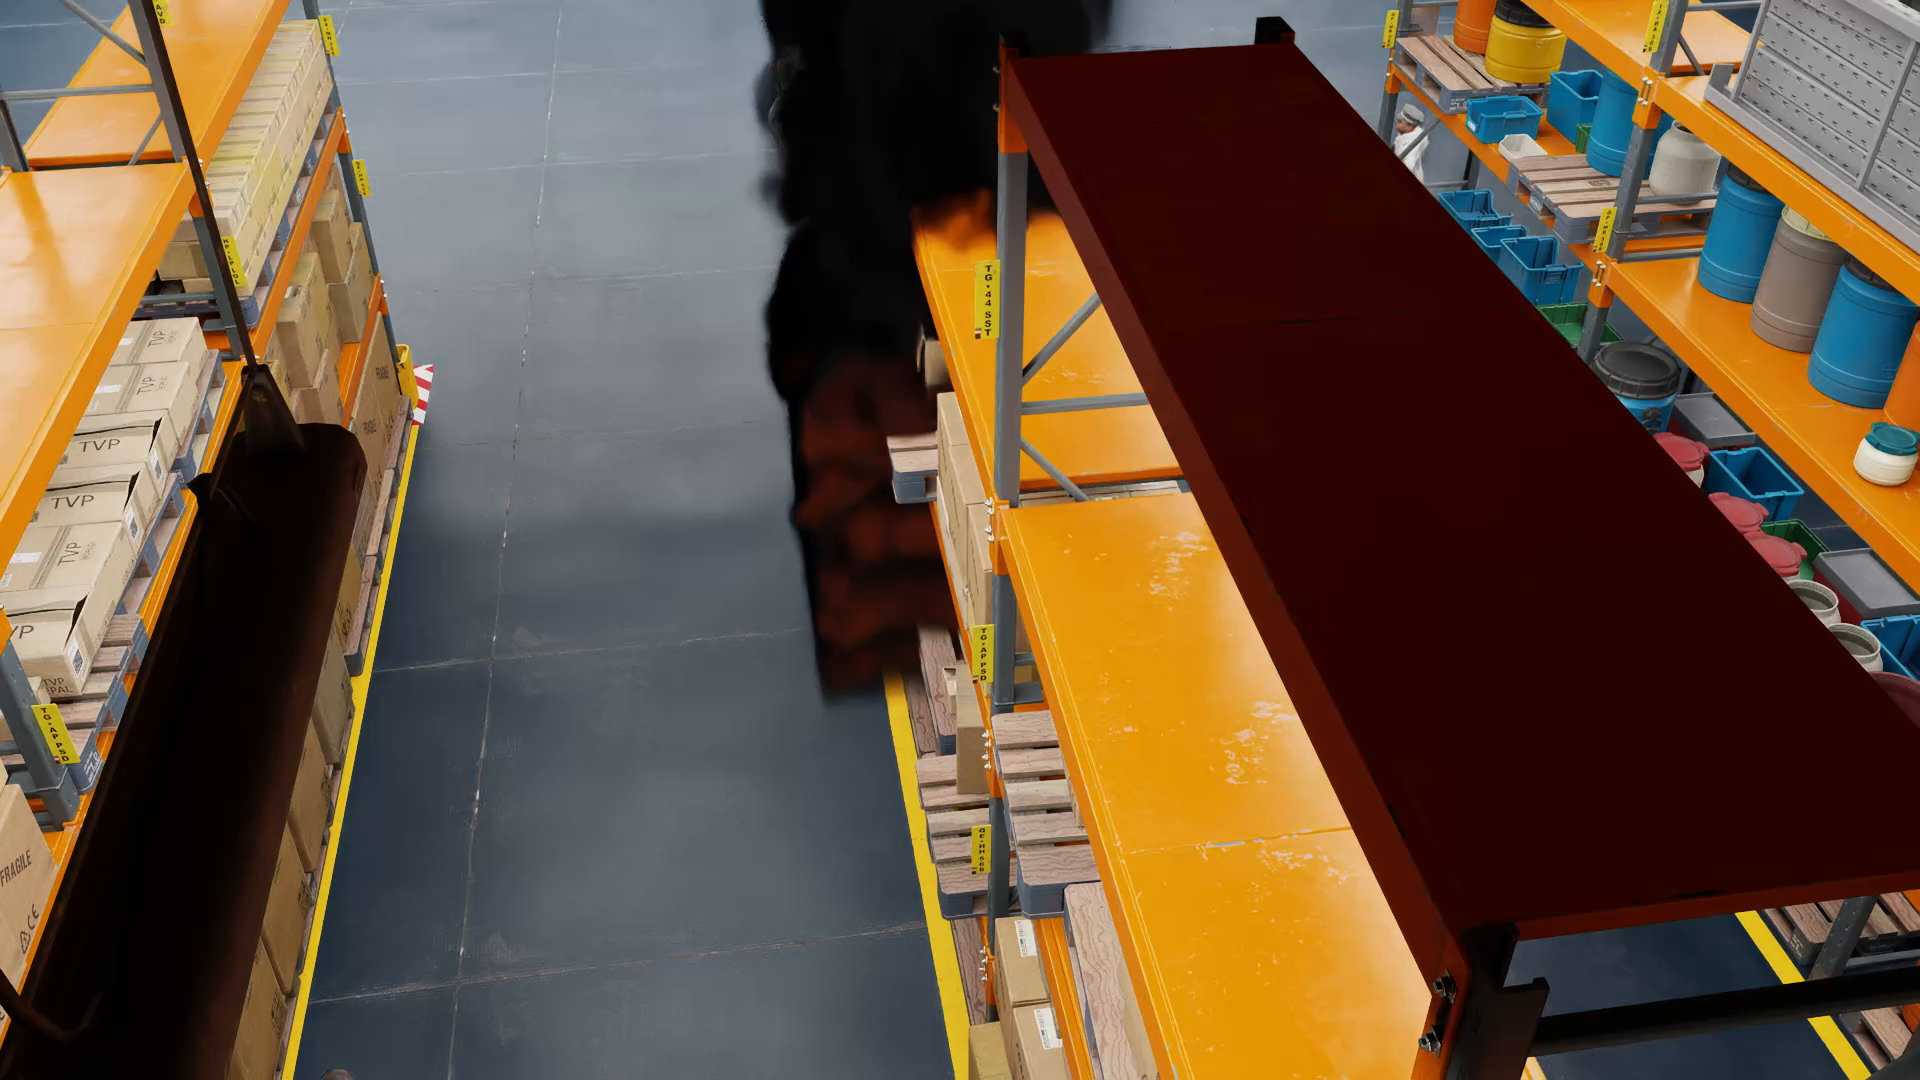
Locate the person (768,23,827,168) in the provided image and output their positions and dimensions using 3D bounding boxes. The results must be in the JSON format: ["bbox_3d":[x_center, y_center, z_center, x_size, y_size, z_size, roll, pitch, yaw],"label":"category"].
[{"bbox_3d":[-1.884,-5.047,18.944,0.688,1.675,0.578,17,40,22],"label":"person"}]

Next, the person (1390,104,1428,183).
[{"bbox_3d":[4.543,-3.591,16.904,0.578,1.721,0.687,15,39,20],"label":"person"}]

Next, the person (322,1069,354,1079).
[{"bbox_3d":[-2.674,2.948,7.570,0.582,1.685,0.864,-8,37,-10],"label":"person"}]
